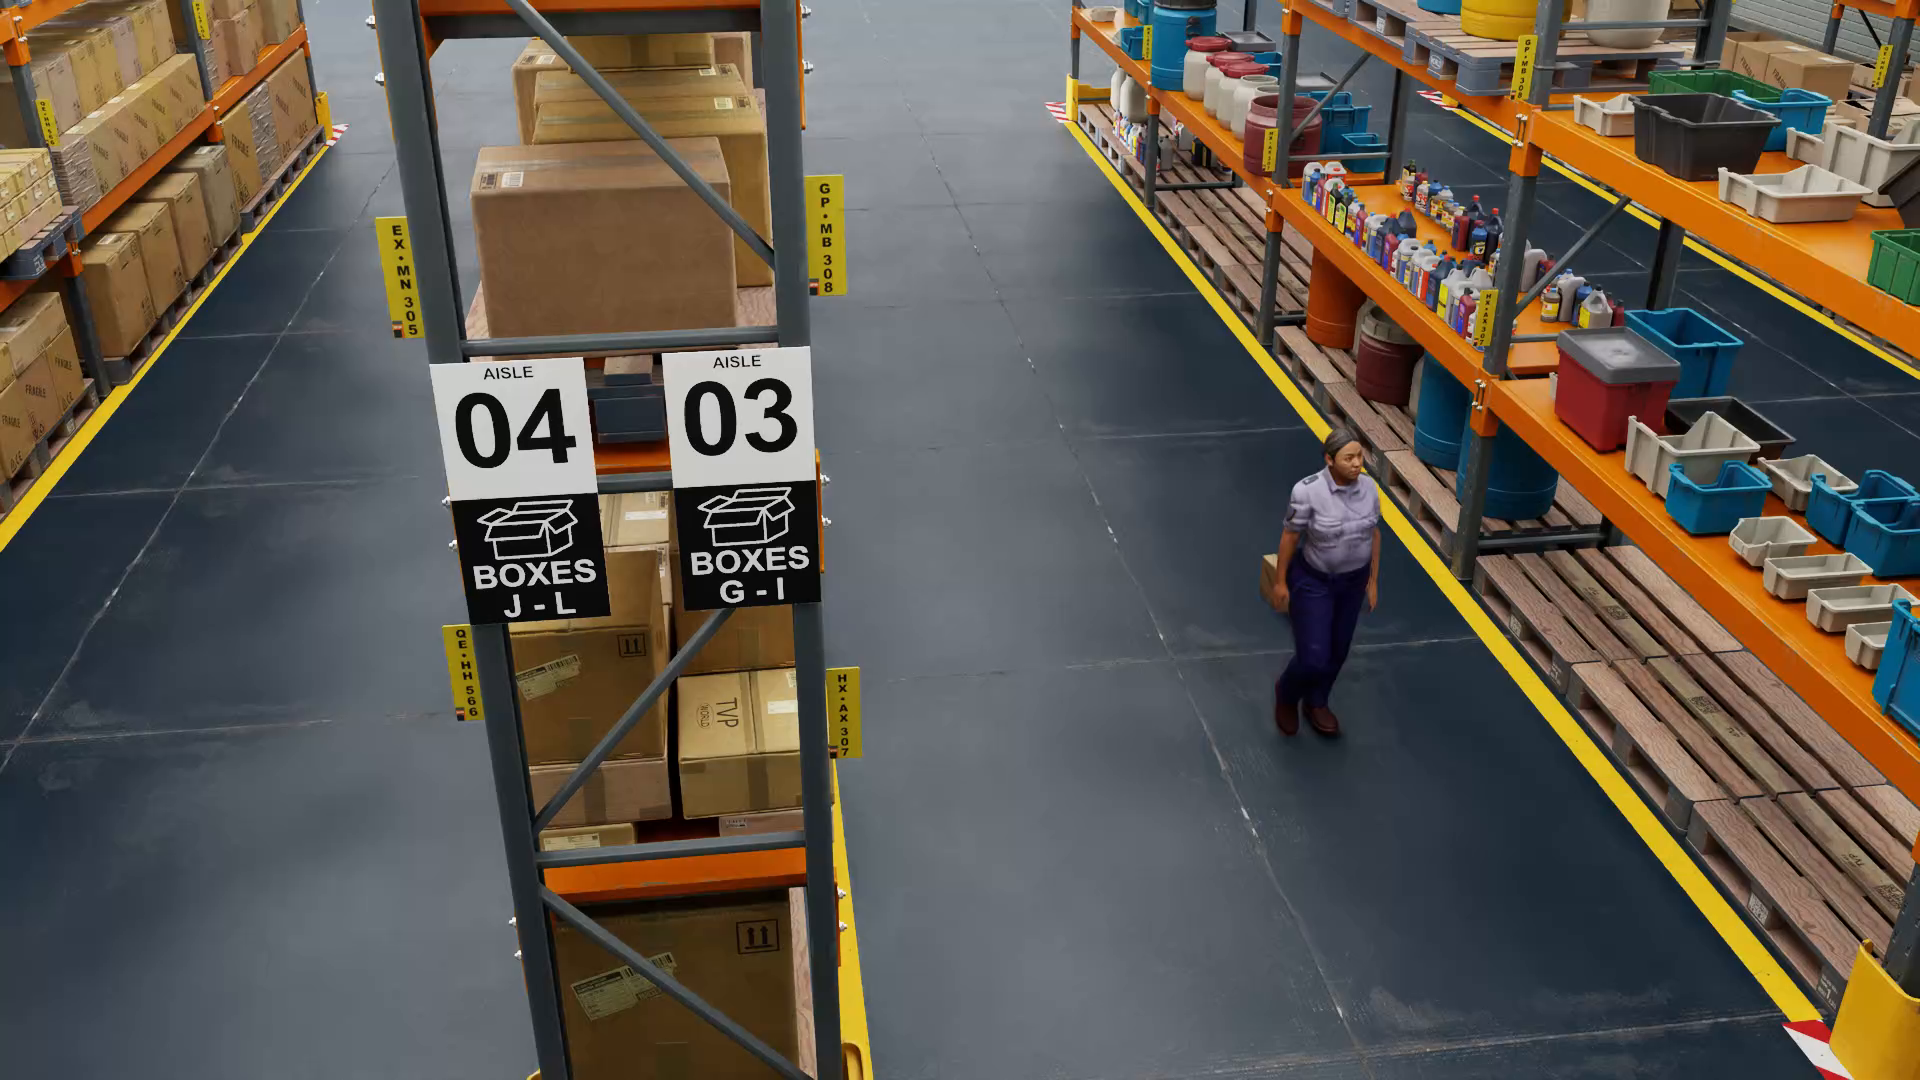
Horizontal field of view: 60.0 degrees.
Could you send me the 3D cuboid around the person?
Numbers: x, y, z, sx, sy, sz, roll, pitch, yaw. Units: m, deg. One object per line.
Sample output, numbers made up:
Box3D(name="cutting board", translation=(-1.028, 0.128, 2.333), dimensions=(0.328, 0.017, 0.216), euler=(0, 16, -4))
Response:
Box3D(name="person", translation=(1.819, 0.246, 8.128), dimensions=(0.514, 1.670, 0.434), euler=(-10, 29, -18))
